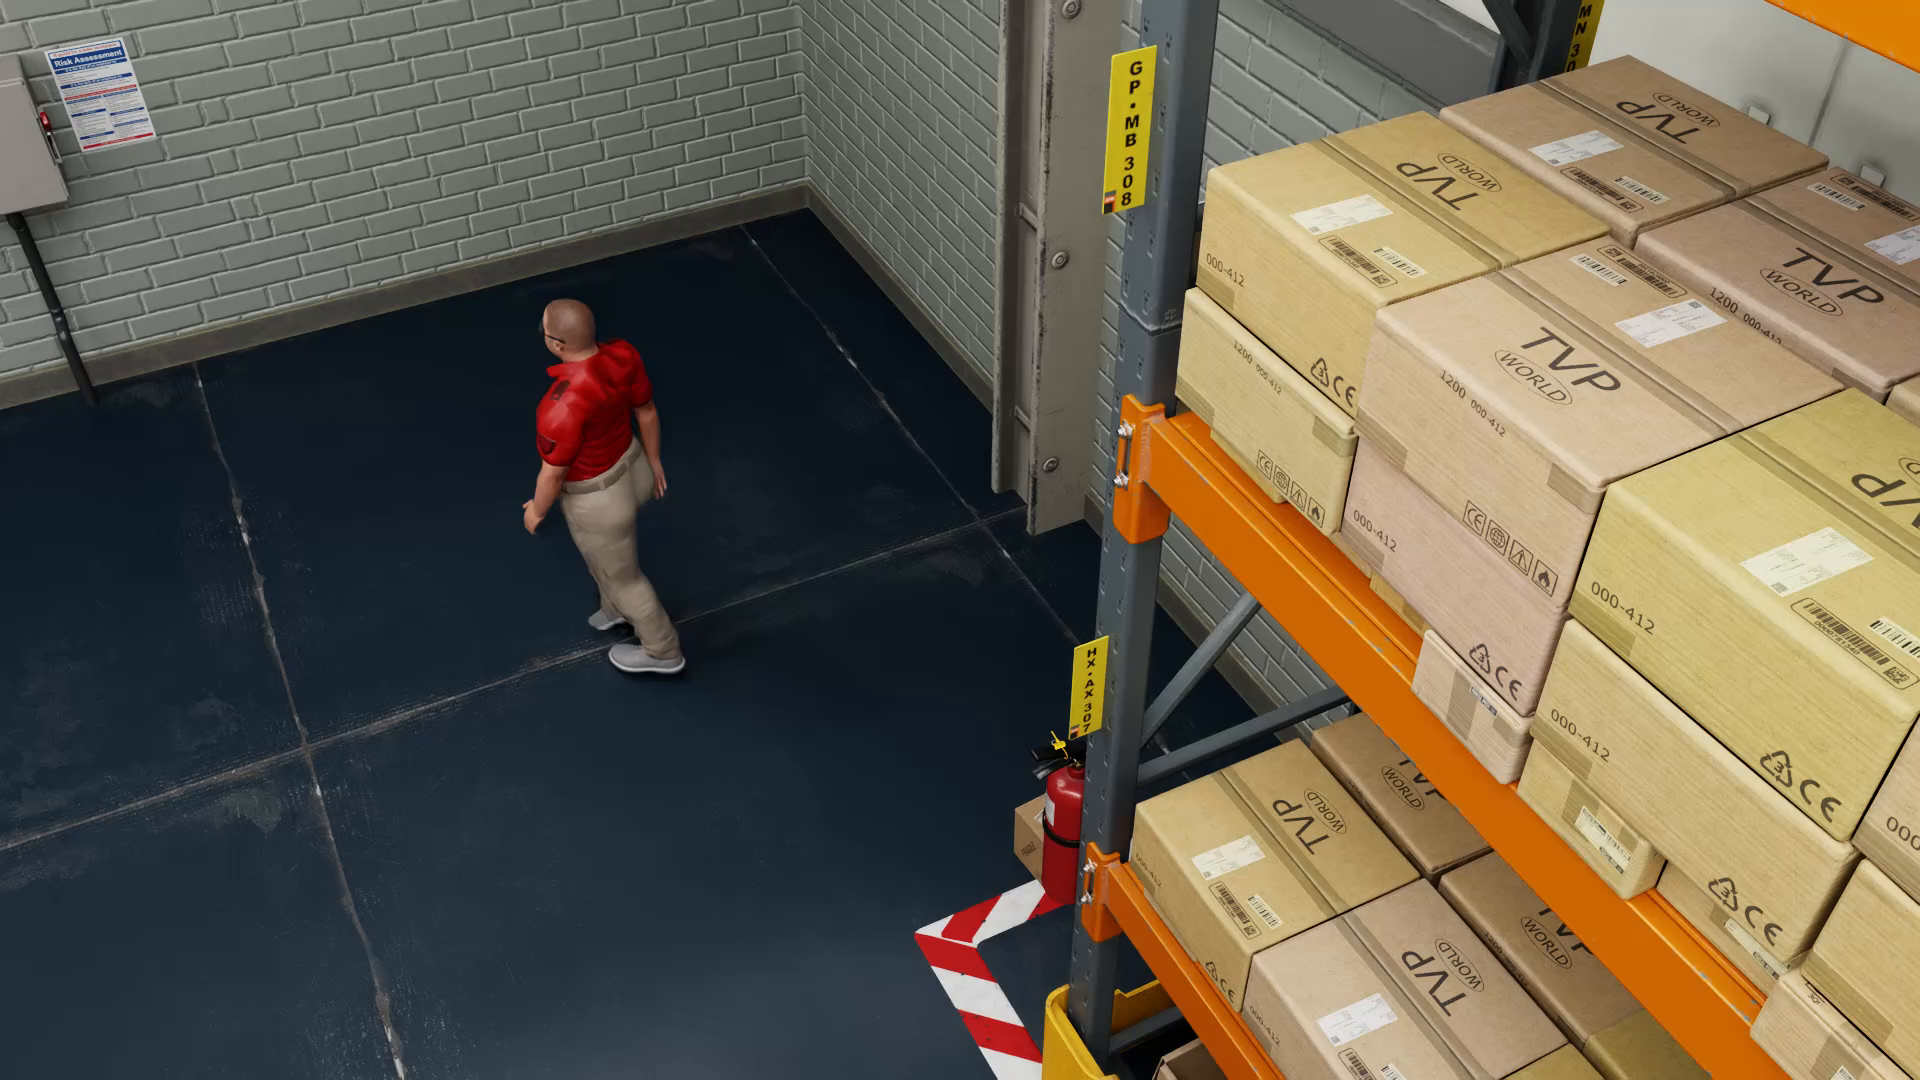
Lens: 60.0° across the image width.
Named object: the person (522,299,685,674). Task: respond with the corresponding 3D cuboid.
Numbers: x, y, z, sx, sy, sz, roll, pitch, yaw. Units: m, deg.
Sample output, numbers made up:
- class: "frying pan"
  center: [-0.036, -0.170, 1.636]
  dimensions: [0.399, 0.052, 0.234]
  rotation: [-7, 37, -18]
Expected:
- class: "person"
  center: [-1.380, -0.159, 6.387]
  dimensions: [0.567, 1.802, 0.545]
  rotation: [13, 43, 15]
